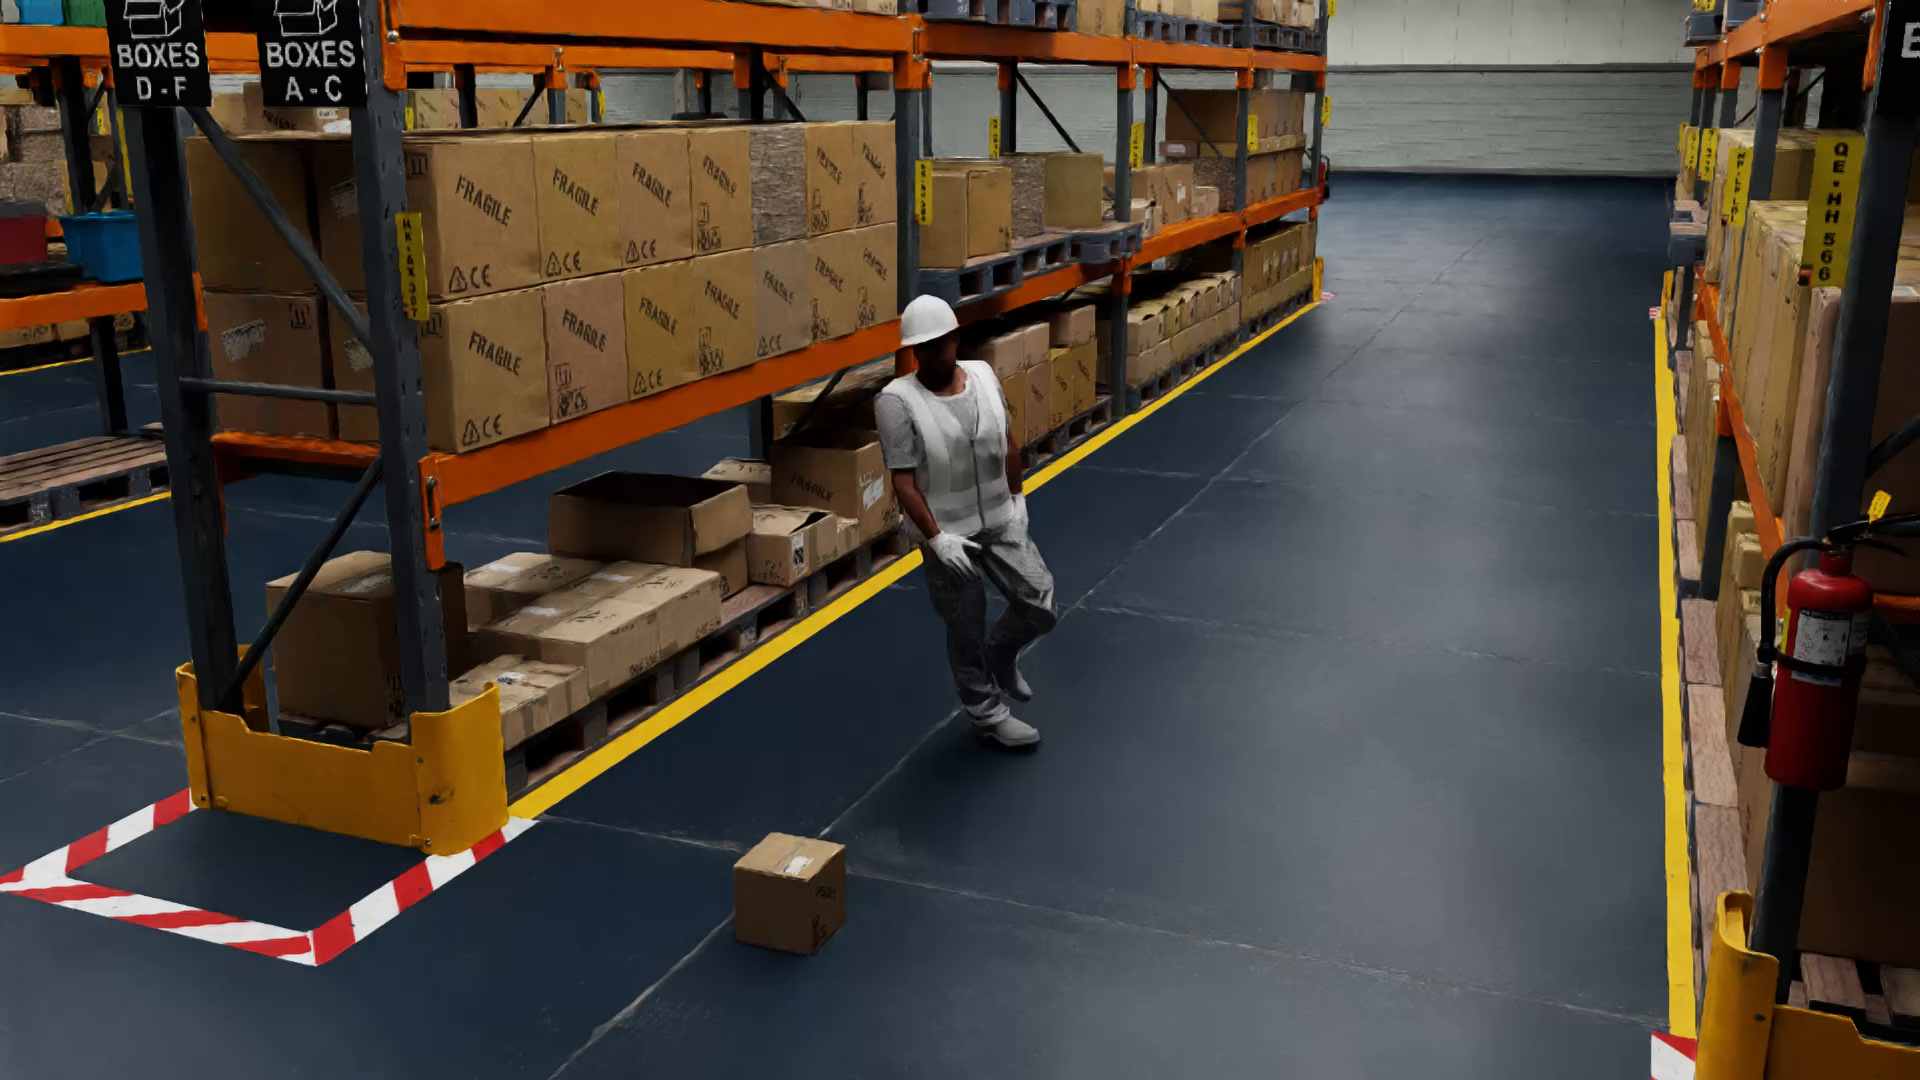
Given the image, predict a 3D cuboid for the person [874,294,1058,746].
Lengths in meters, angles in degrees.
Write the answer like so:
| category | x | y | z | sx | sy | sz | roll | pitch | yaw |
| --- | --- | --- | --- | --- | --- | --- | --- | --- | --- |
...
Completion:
| category | x | y | z | sx | sy | sz | roll | pitch | yaw |
| --- | --- | --- | --- | --- | --- | --- | --- | --- | --- |
| person | 0.040 | -0.046 | 6.169 | 0.726 | 1.748 | 0.511 | -10 | 18 | -33 |
